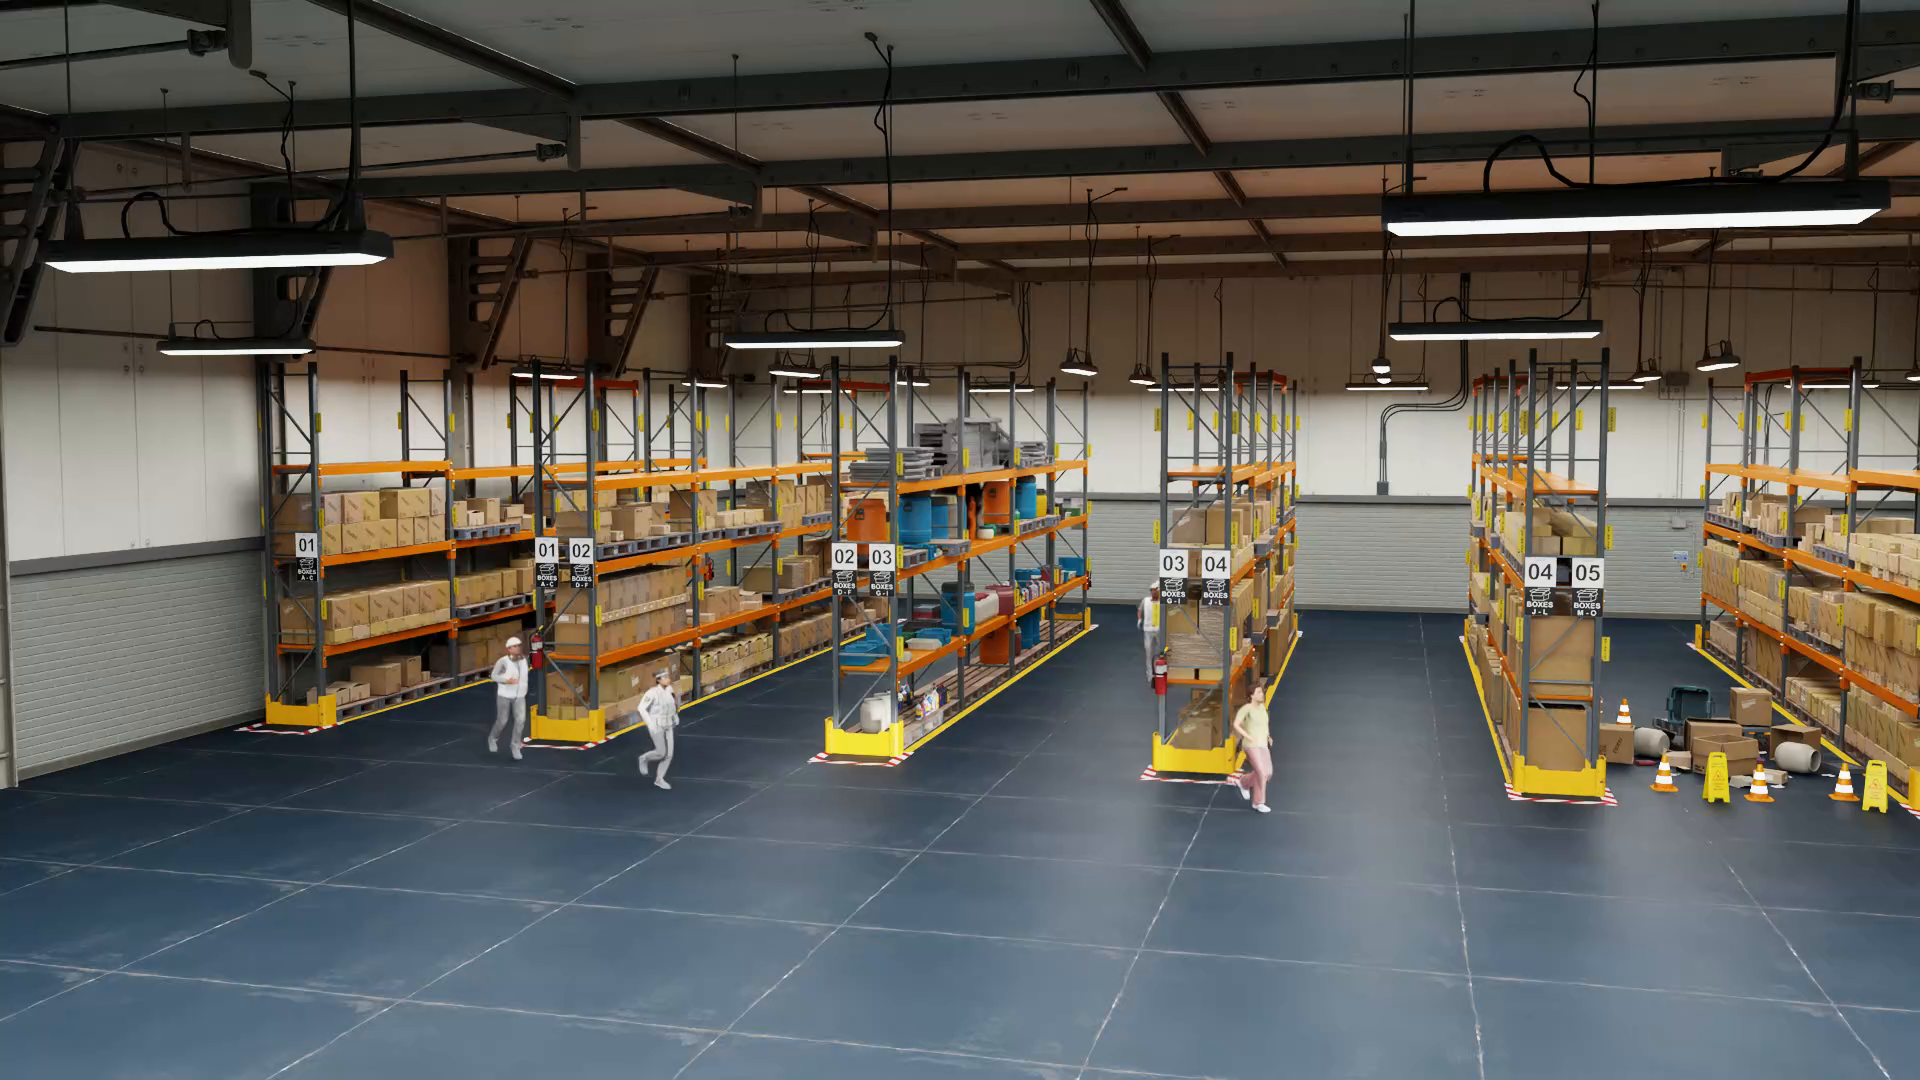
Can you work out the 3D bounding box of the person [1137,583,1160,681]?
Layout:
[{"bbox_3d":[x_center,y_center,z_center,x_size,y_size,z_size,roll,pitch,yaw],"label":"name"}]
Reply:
[{"bbox_3d":[3.563,1.686,30.464,0.686,1.793,0.848,1,4,12],"label":"person"}]

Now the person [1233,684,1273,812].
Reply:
[{"bbox_3d":[3.775,2.671,21.540,0.589,1.643,0.619,-3,5,-39],"label":"person"}]

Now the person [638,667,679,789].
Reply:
[{"bbox_3d":[-4.172,2.570,22.984,0.571,1.662,0.638,3,5,35],"label":"person"}]

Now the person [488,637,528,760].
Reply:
[{"bbox_3d":[-6.725,2.349,24.976,0.679,1.782,0.885,-3,5,-41],"label":"person"}]
